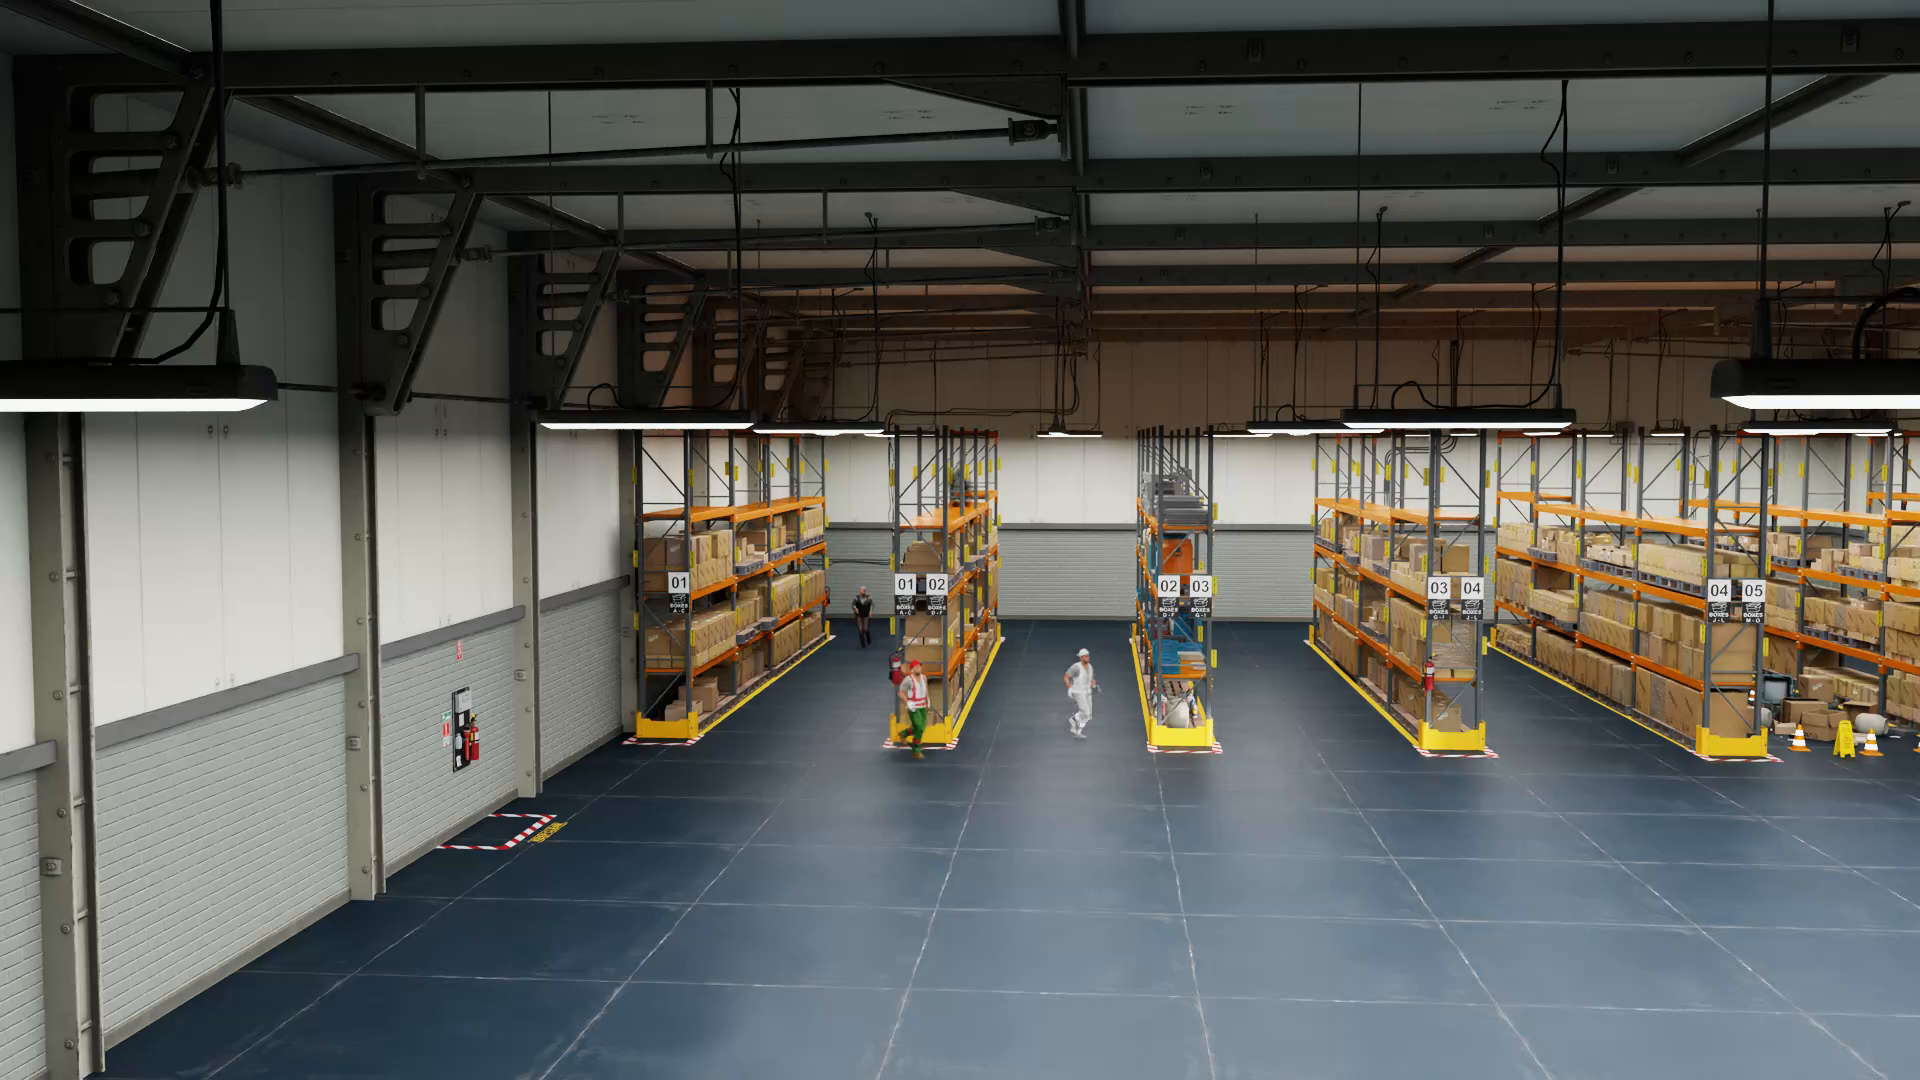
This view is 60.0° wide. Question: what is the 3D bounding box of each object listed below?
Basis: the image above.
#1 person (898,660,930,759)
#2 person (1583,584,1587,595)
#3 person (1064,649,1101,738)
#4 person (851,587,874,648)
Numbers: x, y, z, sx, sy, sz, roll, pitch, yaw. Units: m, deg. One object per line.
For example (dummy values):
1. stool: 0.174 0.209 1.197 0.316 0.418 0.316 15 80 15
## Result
1. person: -0.863 3.042 30.137 0.699 1.779 0.673 3 5 44
2. person: 17.750 2.059 47.483 0.655 1.609 0.552 -1 4 -13
3. person: 2.363 2.944 31.752 0.670 1.732 0.621 -3 5 -41
4. person: -2.689 2.129 45.853 0.649 1.692 0.605 0 3 -2
